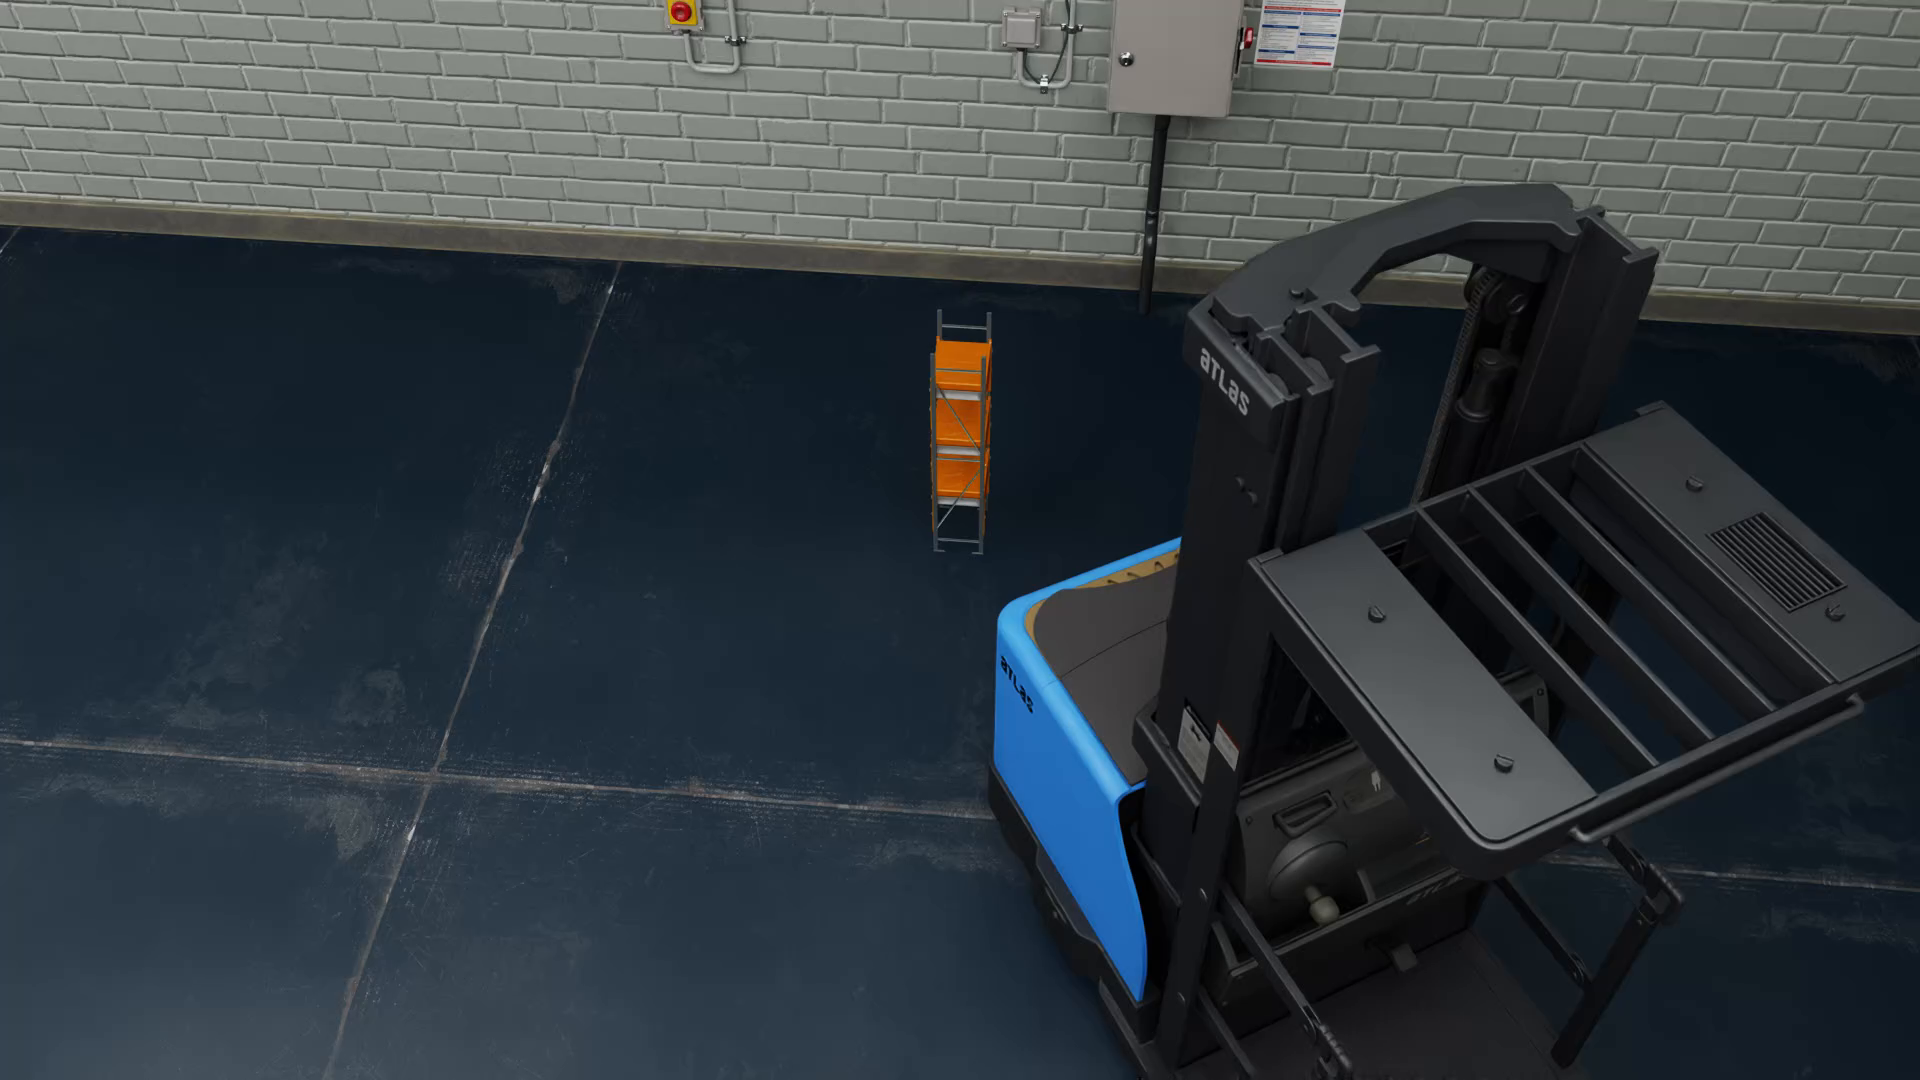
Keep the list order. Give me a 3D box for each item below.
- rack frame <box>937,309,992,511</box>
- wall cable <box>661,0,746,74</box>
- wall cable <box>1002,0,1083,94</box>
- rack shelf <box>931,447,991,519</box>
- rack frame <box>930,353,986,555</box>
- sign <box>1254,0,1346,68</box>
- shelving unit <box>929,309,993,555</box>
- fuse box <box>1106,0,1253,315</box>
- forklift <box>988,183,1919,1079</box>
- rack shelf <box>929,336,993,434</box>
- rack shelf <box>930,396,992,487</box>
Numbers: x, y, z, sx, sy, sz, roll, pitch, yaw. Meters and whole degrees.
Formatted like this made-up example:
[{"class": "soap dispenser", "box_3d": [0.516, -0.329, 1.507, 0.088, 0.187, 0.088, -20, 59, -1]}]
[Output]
[{"class": "rack frame", "box_3d": [0.016, -0.483, 6.481, 0.200, 1.050, 0.008, 4, 48, 4]}, {"class": "wall cable", "box_3d": [-1.203, -2.653, 6.434, 0.585, 1.953, 0.123, 4, 48, 4]}, {"class": "wall cable", "box_3d": [0.211, -2.556, 6.366, 0.588, 1.984, 0.122, 4, 48, 4]}, {"class": "rack shelf", "box_3d": [0.005, -0.199, 6.611, 0.215, 0.259, 0.240, 4, 48, 4]}, {"class": "rack frame", "box_3d": [-0.006, -0.304, 6.317, 0.200, 1.050, 0.008, 4, 48, 4]}, {"class": "sign", "box_3d": [1.386, -2.138, 6.737, 0.329, 0.494, 0.001, 4, 48, 4]}, {"class": "shelving unit", "box_3d": [0.005, -0.394, 6.399, 0.215, 1.050, 0.252, 4, 48, 4]}, {"class": "fuse box", "box_3d": [0.876, -1.617, 7.069, 0.539, 1.711, 0.414, 4, 48, 4]}, {"class": "forklift", "box_3d": [1.197, 0.760, 4.069, 1.130, 2.935, 3.031, -20, 51, -17]}, {"class": "rack shelf", "box_3d": [0.005, -0.578, 6.197, 0.215, 0.259, 0.240, 4, 48, 4]}, {"class": "rack shelf", "box_3d": [0.005, -0.387, 6.406, 0.215, 0.259, 0.240, 4, 48, 4]}]
